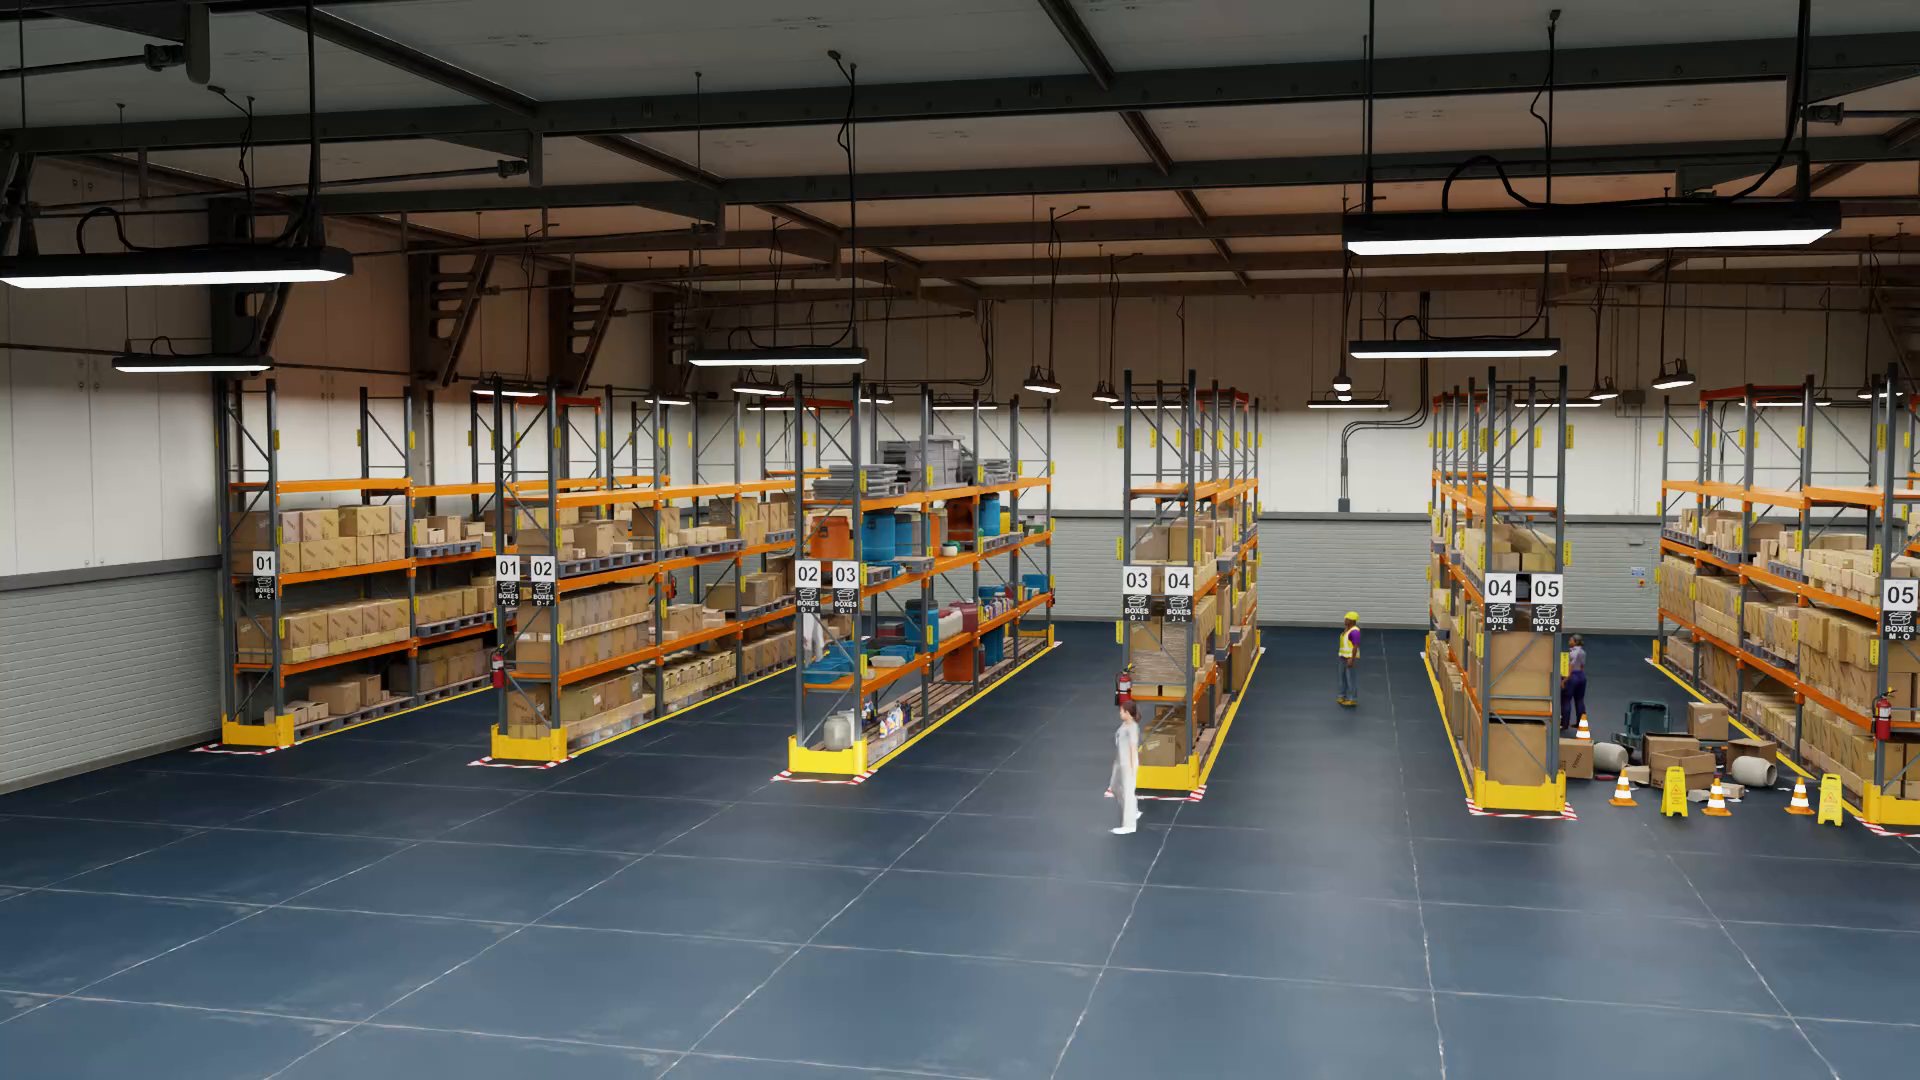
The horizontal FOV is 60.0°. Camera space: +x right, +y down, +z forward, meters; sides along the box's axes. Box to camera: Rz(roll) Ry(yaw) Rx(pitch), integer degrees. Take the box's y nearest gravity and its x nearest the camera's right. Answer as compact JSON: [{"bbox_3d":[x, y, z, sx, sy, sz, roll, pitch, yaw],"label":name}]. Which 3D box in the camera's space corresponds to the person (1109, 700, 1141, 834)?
[{"bbox_3d":[2.133,2.882,21.256,0.464,1.688,0.488,-1,3,-10],"label":"person"}]

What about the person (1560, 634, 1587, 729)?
[{"bbox_3d":[10.624,2.461,28.852,0.570,1.656,0.368,-2,4,-29],"label":"person"}]

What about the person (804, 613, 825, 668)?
[{"bbox_3d":[-3.068,2.043,34.545,0.589,1.767,0.672,-1,4,-23],"label":"person"}]

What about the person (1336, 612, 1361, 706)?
[{"bbox_3d":[7.368,2.237,31.522,0.459,1.765,0.616,-2,4,-25],"label":"person"}]
